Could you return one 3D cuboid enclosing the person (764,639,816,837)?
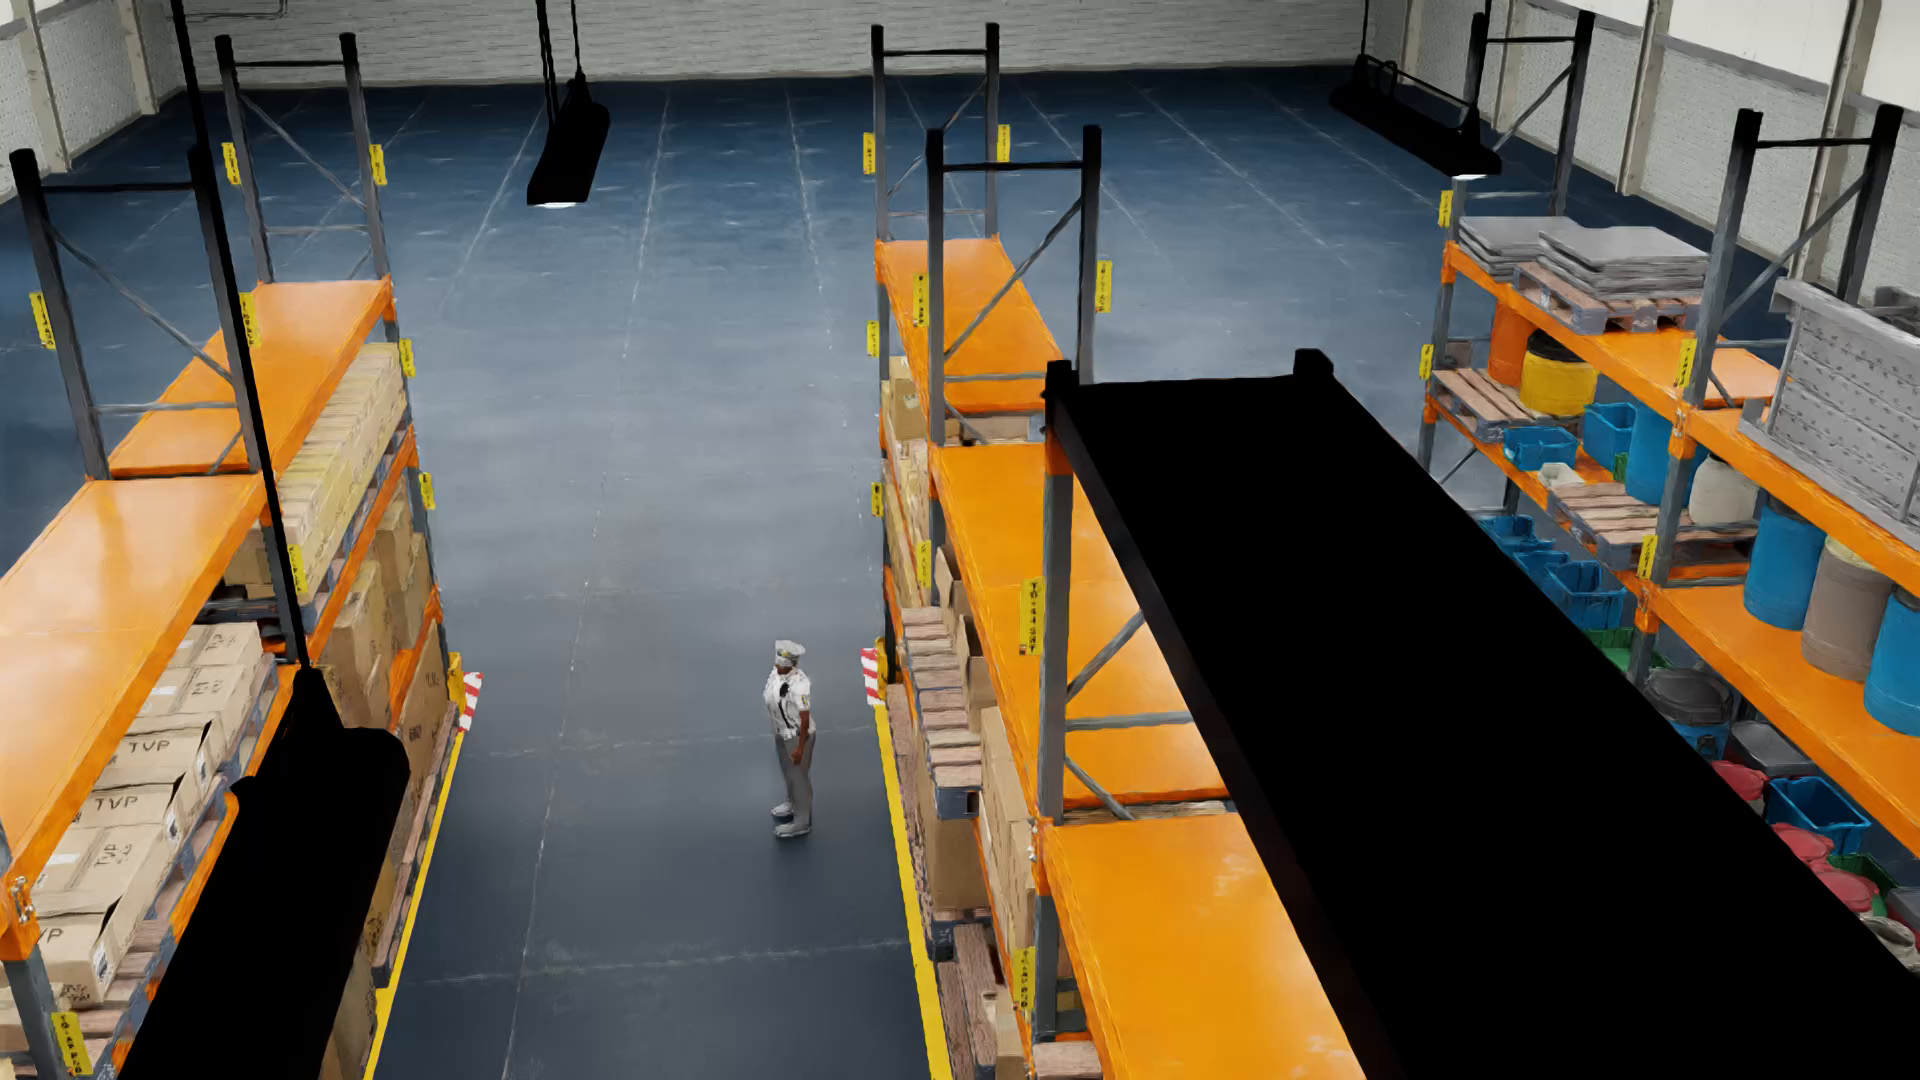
[{"bbox_3d":[-1.371,1.564,13.259,0.422,1.677,0.502,-17,31,-32],"label":"person"}]
